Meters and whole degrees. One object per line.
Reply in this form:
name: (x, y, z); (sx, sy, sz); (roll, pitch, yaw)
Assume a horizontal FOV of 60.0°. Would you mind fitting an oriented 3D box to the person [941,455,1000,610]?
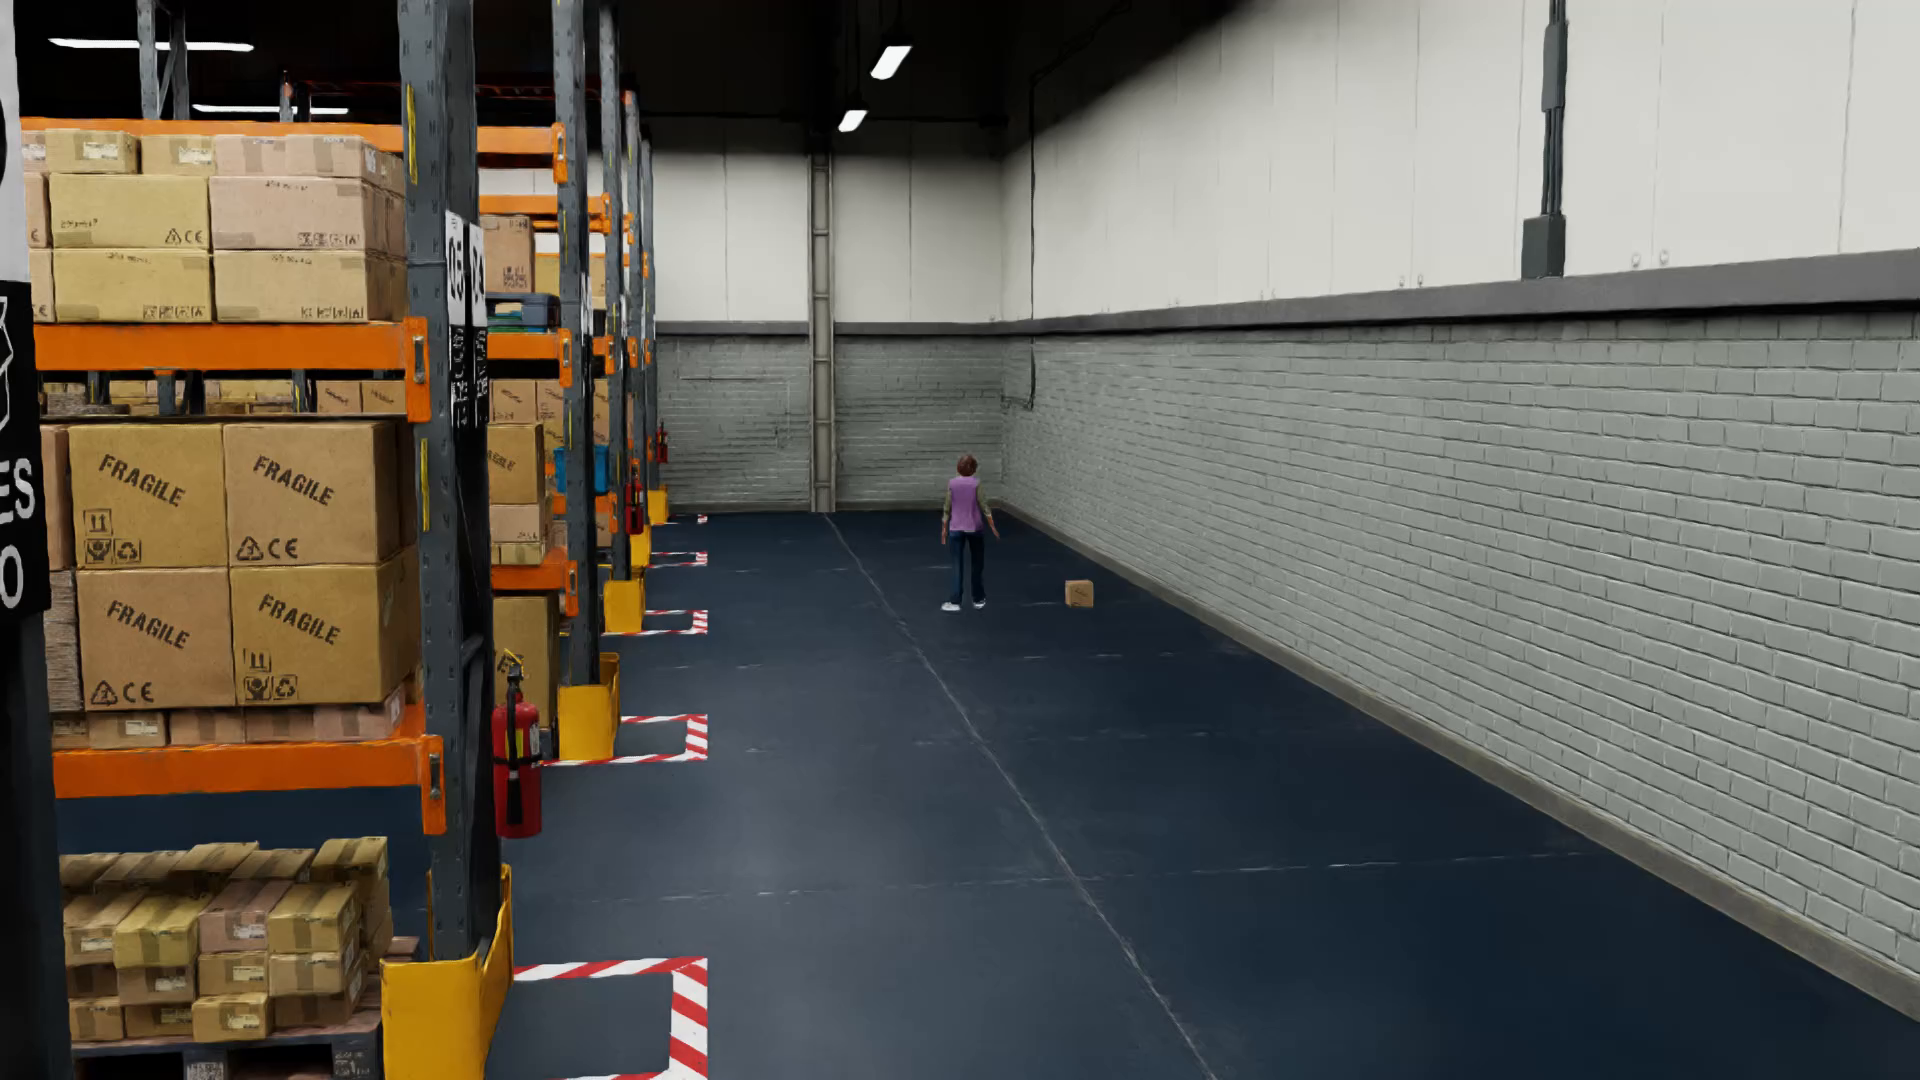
person: (0.109, -0.085, 17.085); (0.604, 1.591, 0.572); (1, 7, 7)
